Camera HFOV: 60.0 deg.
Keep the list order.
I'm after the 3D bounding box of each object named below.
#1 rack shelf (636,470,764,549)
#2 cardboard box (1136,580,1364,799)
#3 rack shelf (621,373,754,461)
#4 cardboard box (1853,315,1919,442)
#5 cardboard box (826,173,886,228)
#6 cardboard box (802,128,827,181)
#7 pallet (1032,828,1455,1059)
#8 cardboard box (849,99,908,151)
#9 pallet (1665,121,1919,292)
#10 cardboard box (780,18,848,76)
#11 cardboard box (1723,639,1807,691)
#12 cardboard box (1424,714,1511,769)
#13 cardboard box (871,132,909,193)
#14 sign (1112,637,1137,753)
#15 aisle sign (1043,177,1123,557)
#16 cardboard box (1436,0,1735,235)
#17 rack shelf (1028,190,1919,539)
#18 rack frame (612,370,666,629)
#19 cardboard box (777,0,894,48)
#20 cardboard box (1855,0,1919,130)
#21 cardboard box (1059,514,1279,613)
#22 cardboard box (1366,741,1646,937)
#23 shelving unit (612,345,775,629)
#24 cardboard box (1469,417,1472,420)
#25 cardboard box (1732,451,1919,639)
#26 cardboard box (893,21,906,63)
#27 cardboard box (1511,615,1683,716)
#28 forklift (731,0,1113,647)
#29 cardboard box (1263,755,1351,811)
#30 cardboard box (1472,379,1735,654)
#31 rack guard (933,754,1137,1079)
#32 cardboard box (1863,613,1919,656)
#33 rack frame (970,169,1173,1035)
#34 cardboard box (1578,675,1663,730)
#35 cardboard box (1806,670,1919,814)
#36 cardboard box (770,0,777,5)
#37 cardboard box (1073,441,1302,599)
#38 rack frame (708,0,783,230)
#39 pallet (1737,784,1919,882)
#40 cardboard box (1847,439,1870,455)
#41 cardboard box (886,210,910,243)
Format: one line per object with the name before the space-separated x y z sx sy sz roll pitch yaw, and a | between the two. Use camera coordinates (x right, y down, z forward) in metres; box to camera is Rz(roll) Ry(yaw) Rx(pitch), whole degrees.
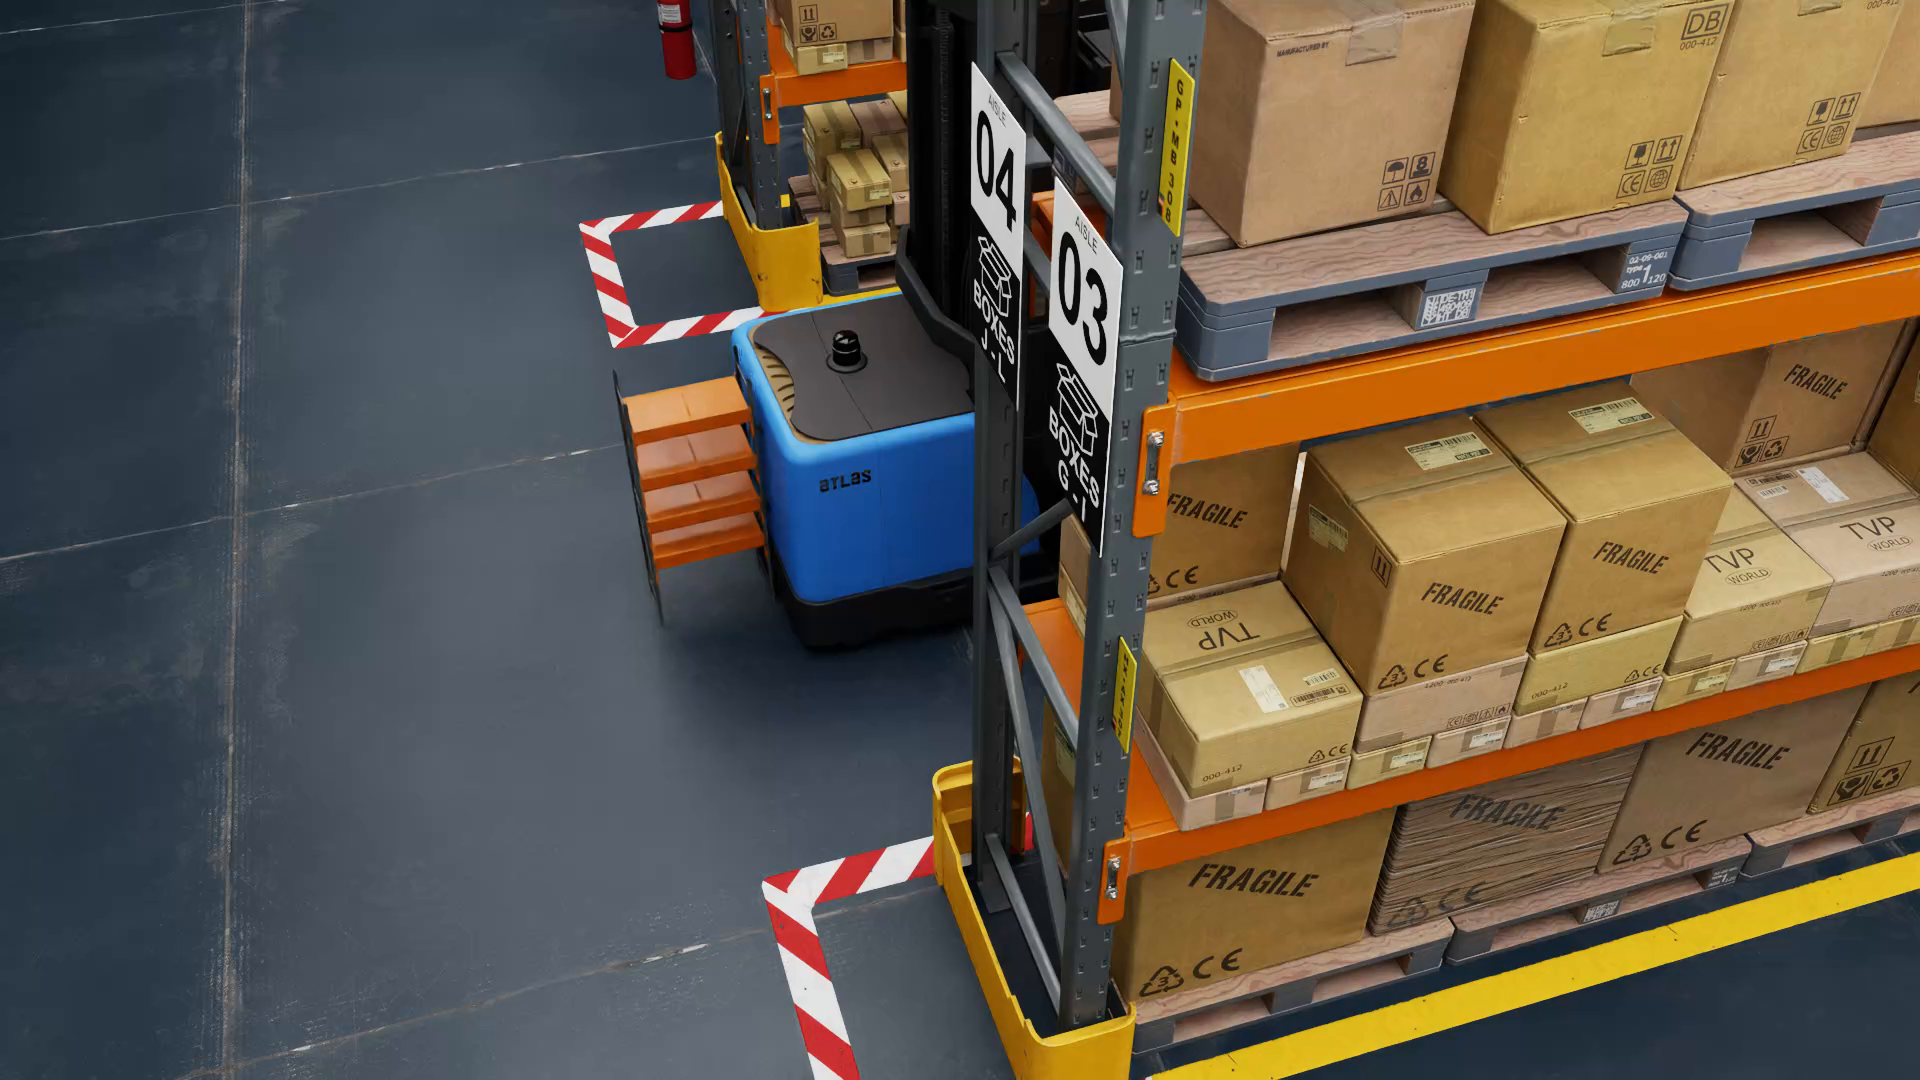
rack shelf | -1.089 -0.149 6.958 0.480 0.148 0.258 -13 43 -14
cardboard box | 0.788 0.416 4.732 0.500 0.250 0.500 -13 43 -14
rack shelf | -1.092 -0.495 6.654 0.480 0.148 0.258 -13 43 -14
cardboard box | 3.058 -0.705 5.445 0.500 0.500 0.500 -12 42 -13
cardboard box | -0.568 -1.875 9.087 0.250 0.149 0.380 -10 42 -11
cardboard box | -0.727 -2.216 9.478 0.250 0.149 0.380 -13 43 -14
pallet | 0.988 1.240 6.020 1.213 0.211 1.003 -12 42 -13
cardboard box | -0.459 -2.322 9.373 0.250 0.149 0.380 -11 42 -12
pallet | 2.119 -1.096 4.362 1.213 0.211 1.003 -12 42 -13
cardboard box | -0.737 -2.500 8.372 0.250 0.149 0.380 -12 43 -13
cardboard box | 2.403 0.270 5.201 0.250 0.149 0.380 -11 42 -12
cardboard box | 1.423 0.473 4.969 0.250 0.149 0.380 -12 43 -14
cardboard box | -0.316 -2.065 9.079 0.250 0.149 0.380 -11 42 -12
sign | 0.410 0.390 4.155 0.005 0.325 0.100 -12 42 -13
aisle sign | 0.270 -0.380 3.779 0.004 0.787 0.394 -12 42 -13
cardboard box | 1.302 -1.138 3.872 0.500 0.500 0.700 -13 43 -15
rack shelf | 2.156 -0.857 4.568 4.000 0.370 1.077 -12 42 -13
rack frame | -1.320 -0.145 6.853 0.015 1.200 0.240 -13 43 -14
cardboard box | -0.633 -2.801 8.224 0.500 0.500 0.500 -10 42 -11
cardboard box | 2.280 -1.447 4.225 0.500 0.500 0.700 -10 42 -11
cardboard box | 0.631 0.079 5.117 0.500 0.250 0.500 -12 43 -14
cardboard box | 1.703 0.682 5.835 0.875 0.875 0.875 -12 42 -13
shelving unit | -1.090 -0.199 6.913 0.503 1.200 0.258 -13 43 -14
cardboard box | 1.601 -0.122 5.347 0.500 0.250 0.500 -13 43 -15
cardboard box | 2.742 0.007 5.199 0.500 0.250 0.500 -11 42 -12
cardboard box | -0.234 -2.596 8.482 0.250 0.149 0.380 -13 43 -14
cardboard box | 1.762 0.212 4.965 0.500 0.250 0.500 -13 43 -14
forklift | 0.593 -1.243 6.794 3.031 2.935 1.130 -13 43 -15
cardboard box | 0.931 0.577 4.851 0.250 0.149 0.380 -12 43 -14
cardboard box | 1.757 -0.072 4.720 0.500 0.500 0.500 -13 43 -14
rack guard | 0.226 1.343 5.683 0.348 0.500 1.175 -12 42 -13
cardboard box | 2.890 0.170 5.316 0.250 0.149 0.380 -11 42 -12
rack frame | 0.249 0.397 4.866 0.127 3.000 1.000 -12 42 -13
cardboard box | 1.912 0.373 5.084 0.250 0.149 0.380 -12 43 -14
cardboard box | 3.411 0.328 6.240 0.875 0.875 0.875 -12 42 -13
cardboard box | -0.793 -3.136 8.607 0.500 0.500 0.500 -11 42 -12
cardboard box | 0.635 -0.203 4.869 0.500 0.500 0.500 -11 42 -13
rack frame | -1.145 -2.736 8.451 0.127 3.000 1.000 -12 42 -13
pallet | 3.315 0.757 6.572 1.213 0.211 1.003 -12 42 -13
cardboard box | 3.061 -0.426 5.695 0.500 0.250 0.500 -12 43 -13
cardboard box | -0.324 -1.826 9.258 0.250 0.149 0.380 -12 43 -13
